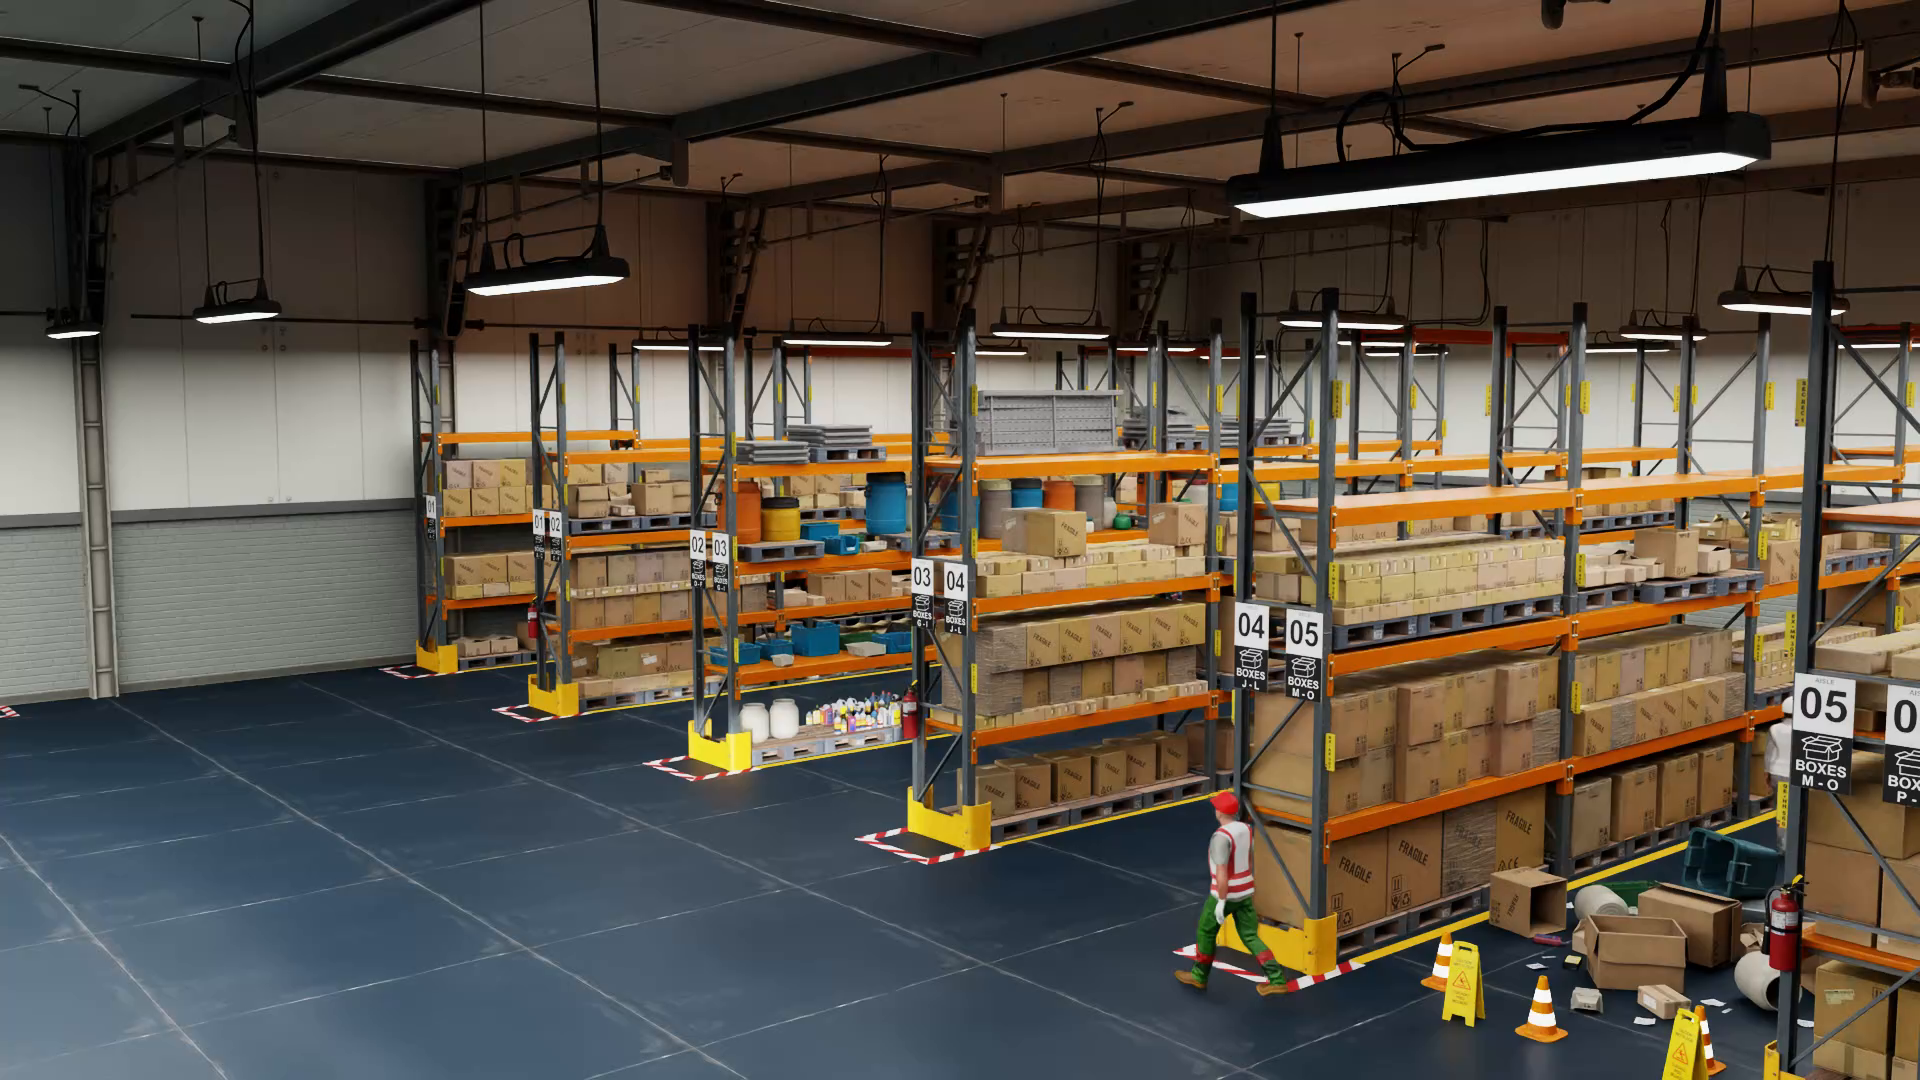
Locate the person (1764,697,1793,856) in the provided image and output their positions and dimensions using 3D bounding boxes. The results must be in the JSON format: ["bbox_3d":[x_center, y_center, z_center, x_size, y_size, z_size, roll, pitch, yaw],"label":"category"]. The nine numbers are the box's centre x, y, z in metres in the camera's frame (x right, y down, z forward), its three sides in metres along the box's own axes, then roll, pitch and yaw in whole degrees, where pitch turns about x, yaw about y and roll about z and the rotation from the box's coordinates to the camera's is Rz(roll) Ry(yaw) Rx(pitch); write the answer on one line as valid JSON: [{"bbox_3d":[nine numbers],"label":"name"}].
[{"bbox_3d":[9.104,2.603,18.241,0.537,1.772,0.566,-4,7,-40],"label":"person"}]

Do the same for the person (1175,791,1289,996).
[{"bbox_3d":[2.313,2.994,14.061,1.057,1.750,0.602,5,7,44],"label":"person"}]
